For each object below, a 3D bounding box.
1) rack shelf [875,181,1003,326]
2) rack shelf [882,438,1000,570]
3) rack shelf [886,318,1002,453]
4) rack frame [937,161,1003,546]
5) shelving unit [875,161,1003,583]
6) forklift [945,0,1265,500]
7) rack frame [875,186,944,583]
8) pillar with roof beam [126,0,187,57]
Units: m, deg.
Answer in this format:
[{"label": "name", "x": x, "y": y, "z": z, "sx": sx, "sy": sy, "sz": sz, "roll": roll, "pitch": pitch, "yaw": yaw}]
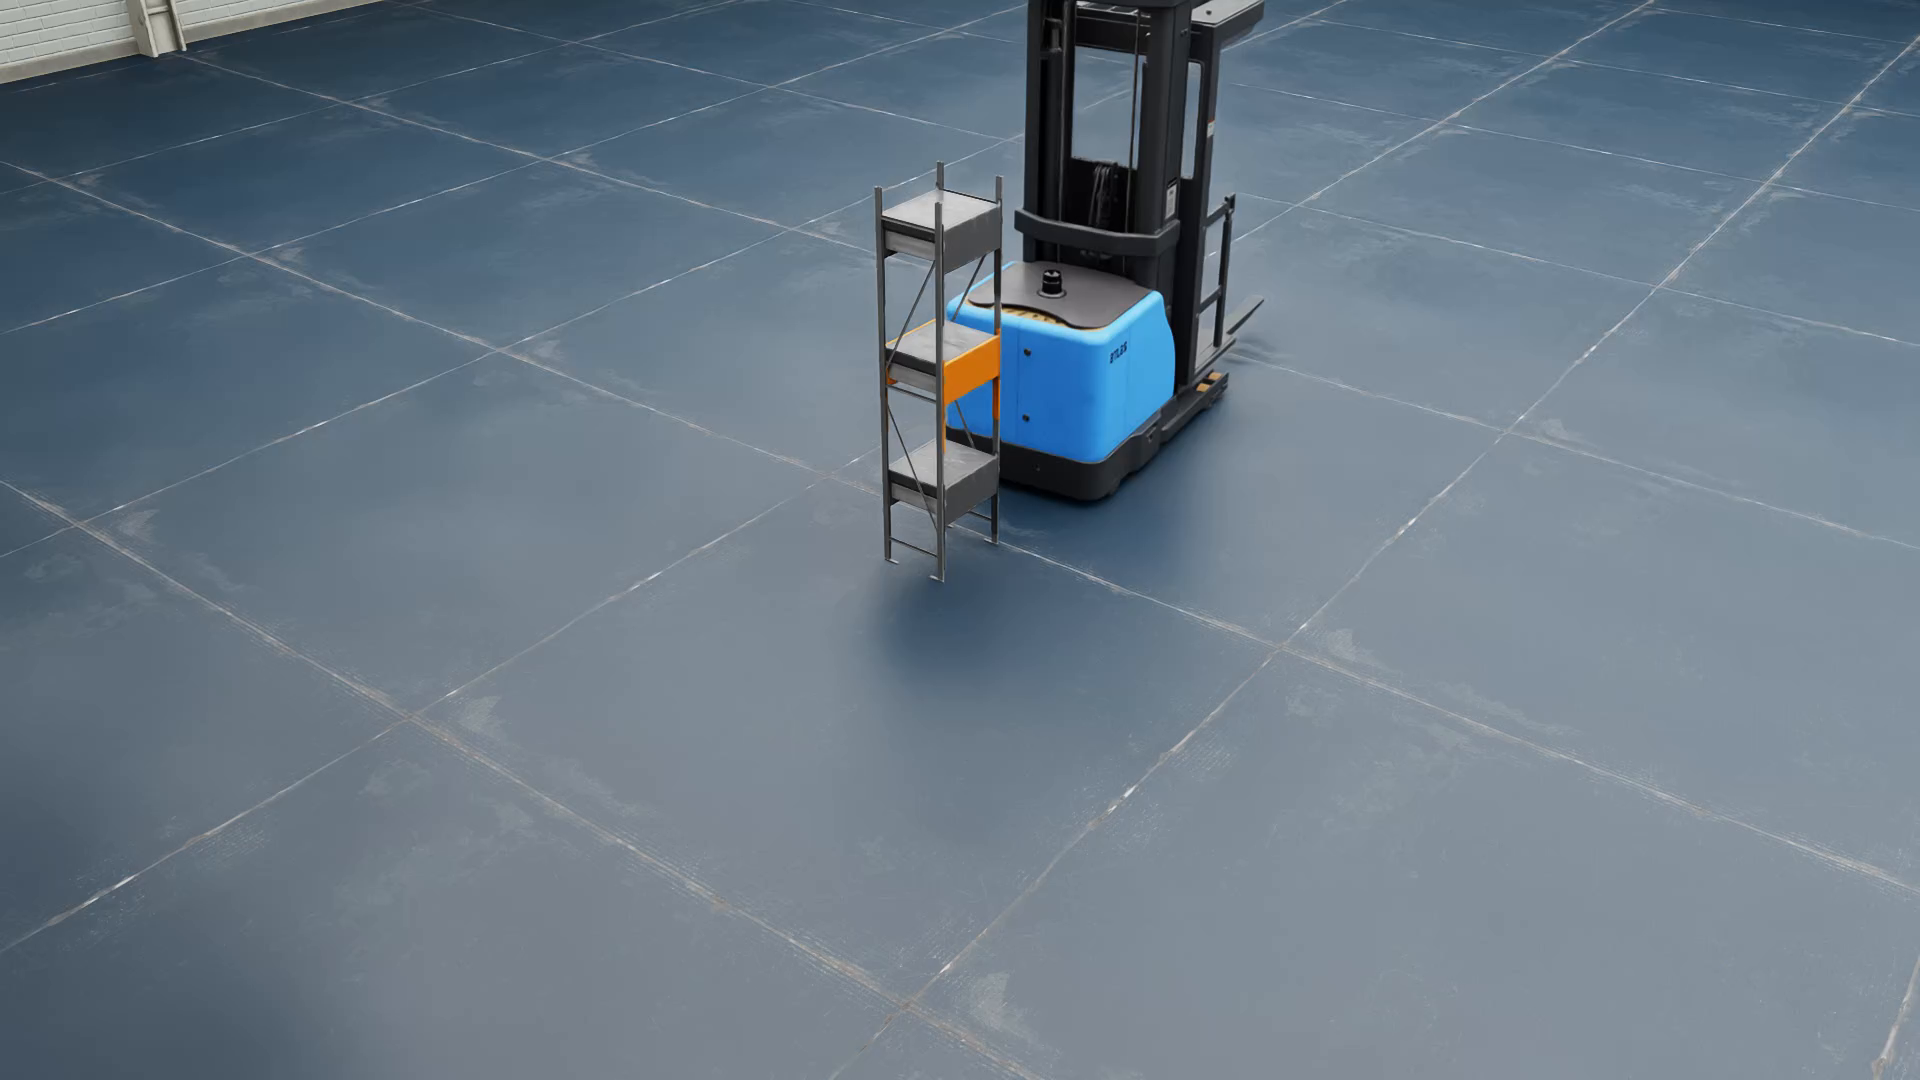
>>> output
[{"label": "rack shelf", "x": -0.100, "y": -1.426, "z": 8.251, "sx": 0.431, "sy": 0.518, "sz": 0.480, "roll": 21, "pitch": 37, "yaw": 31}, {"label": "rack shelf", "x": -0.100, "y": -0.222, "z": 8.965, "sx": 0.431, "sy": 0.518, "sz": 0.480, "roll": 21, "pitch": 37, "yaw": 31}, {"label": "rack shelf", "x": -0.100, "y": -0.824, "z": 8.608, "sx": 0.431, "sy": 0.518, "sz": 0.480, "roll": 21, "pitch": 37, "yaw": 31}, {"label": "rack frame", "x": 0.047, "y": -0.935, "z": 8.769, "sx": 0.400, "sy": 2.100, "sz": 0.015, "roll": 21, "pitch": 37, "yaw": 31}, {"label": "shelving unit", "x": -0.100, "y": -0.836, "z": 8.601, "sx": 0.431, "sy": 2.100, "sz": 0.503, "roll": 21, "pitch": 37, "yaw": 31}, {"label": "forklift", "x": 1.087, "y": -2.205, "z": 10.096, "sx": 1.130, "sy": 2.935, "sz": 3.031, "roll": 17, "pitch": 34, "yaw": 26}, {"label": "rack frame", "x": -0.247, "y": -0.737, "z": 8.434, "sx": 0.400, "sy": 2.100, "sz": 0.015, "roll": 21, "pitch": 37, "yaw": 31}, {"label": "pillar with roof beam", "x": -5.362, "y": -7.936, "z": 13.815, "sx": 9.100, "sy": 9.000, "sz": 0.400, "roll": 21, "pitch": 37, "yaw": 31}]
